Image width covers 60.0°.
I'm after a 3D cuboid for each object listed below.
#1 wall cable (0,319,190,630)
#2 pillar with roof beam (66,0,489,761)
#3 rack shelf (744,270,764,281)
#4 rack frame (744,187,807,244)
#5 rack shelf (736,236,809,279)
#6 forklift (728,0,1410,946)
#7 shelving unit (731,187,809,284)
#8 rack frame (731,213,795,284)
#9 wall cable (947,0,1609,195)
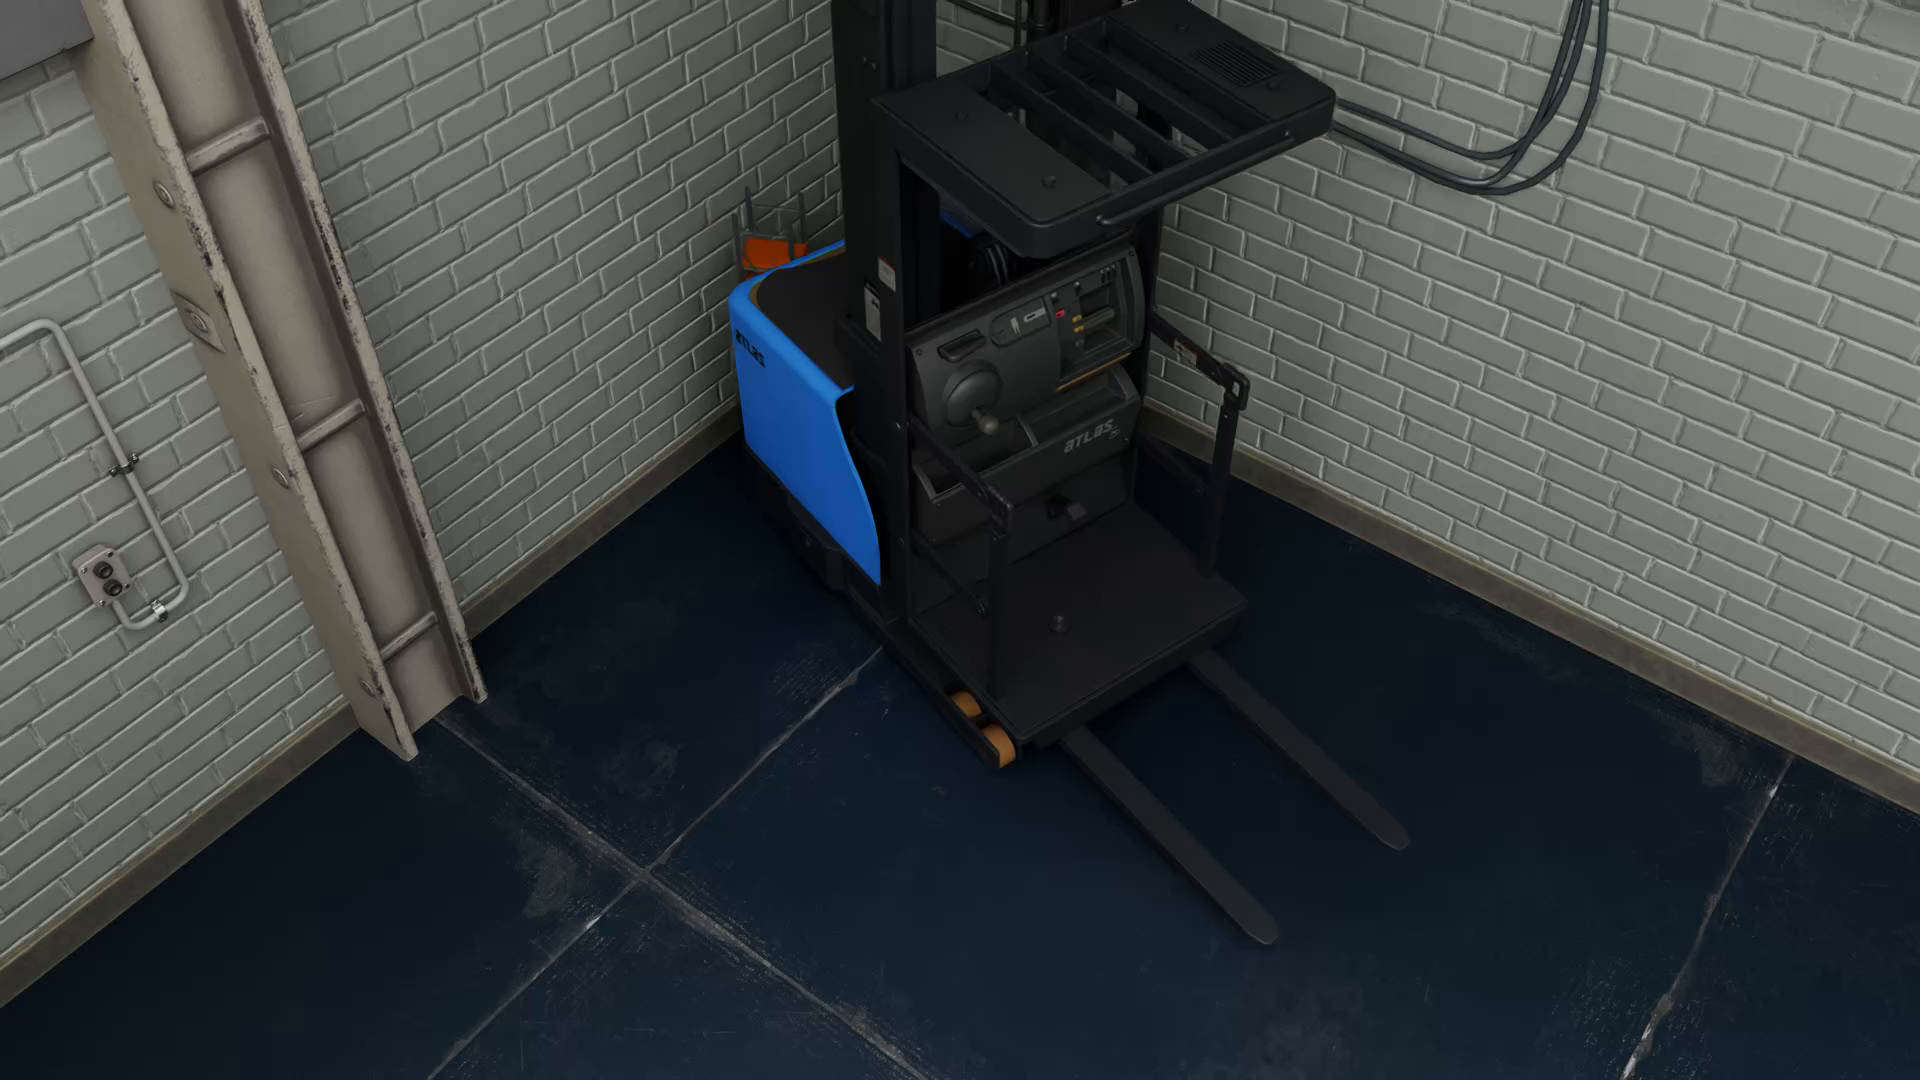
[{"bbox_3d":[-2.970,0.028,4.111,0.084,1.984,1.851,29,53,25],"label":"wall cable"},{"bbox_3d":[1.368,-0.567,1.233,9.100,9.000,0.400,29,53,25],"label":"pillar with roof beam"},{"bbox_3d":[-0.754,-1.037,6.804,0.258,0.103,0.180,8,46,7],"label":"rack shelf"},{"bbox_3d":[-0.738,-0.965,7.006,0.240,1.200,0.006,8,46,7],"label":"rack frame"},{"bbox_3d":[-0.754,-1.121,6.718,0.258,0.103,0.180,8,46,7],"label":"rack shelf"},{"bbox_3d":[0.368,-0.578,5.440,1.130,2.935,3.031,-28,52,-24],"label":"forklift"},{"bbox_3d":[-0.755,-0.900,6.944,0.258,1.200,0.189,8,46,7],"label":"shelving unit"},{"bbox_3d":[-0.772,-0.836,6.881,0.240,1.200,0.006,8,46,7],"label":"rack frame"},{"bbox_3d":[0.736,-2.549,5.273,3.097,2.526,0.112,29,53,25],"label":"wall cable"}]
